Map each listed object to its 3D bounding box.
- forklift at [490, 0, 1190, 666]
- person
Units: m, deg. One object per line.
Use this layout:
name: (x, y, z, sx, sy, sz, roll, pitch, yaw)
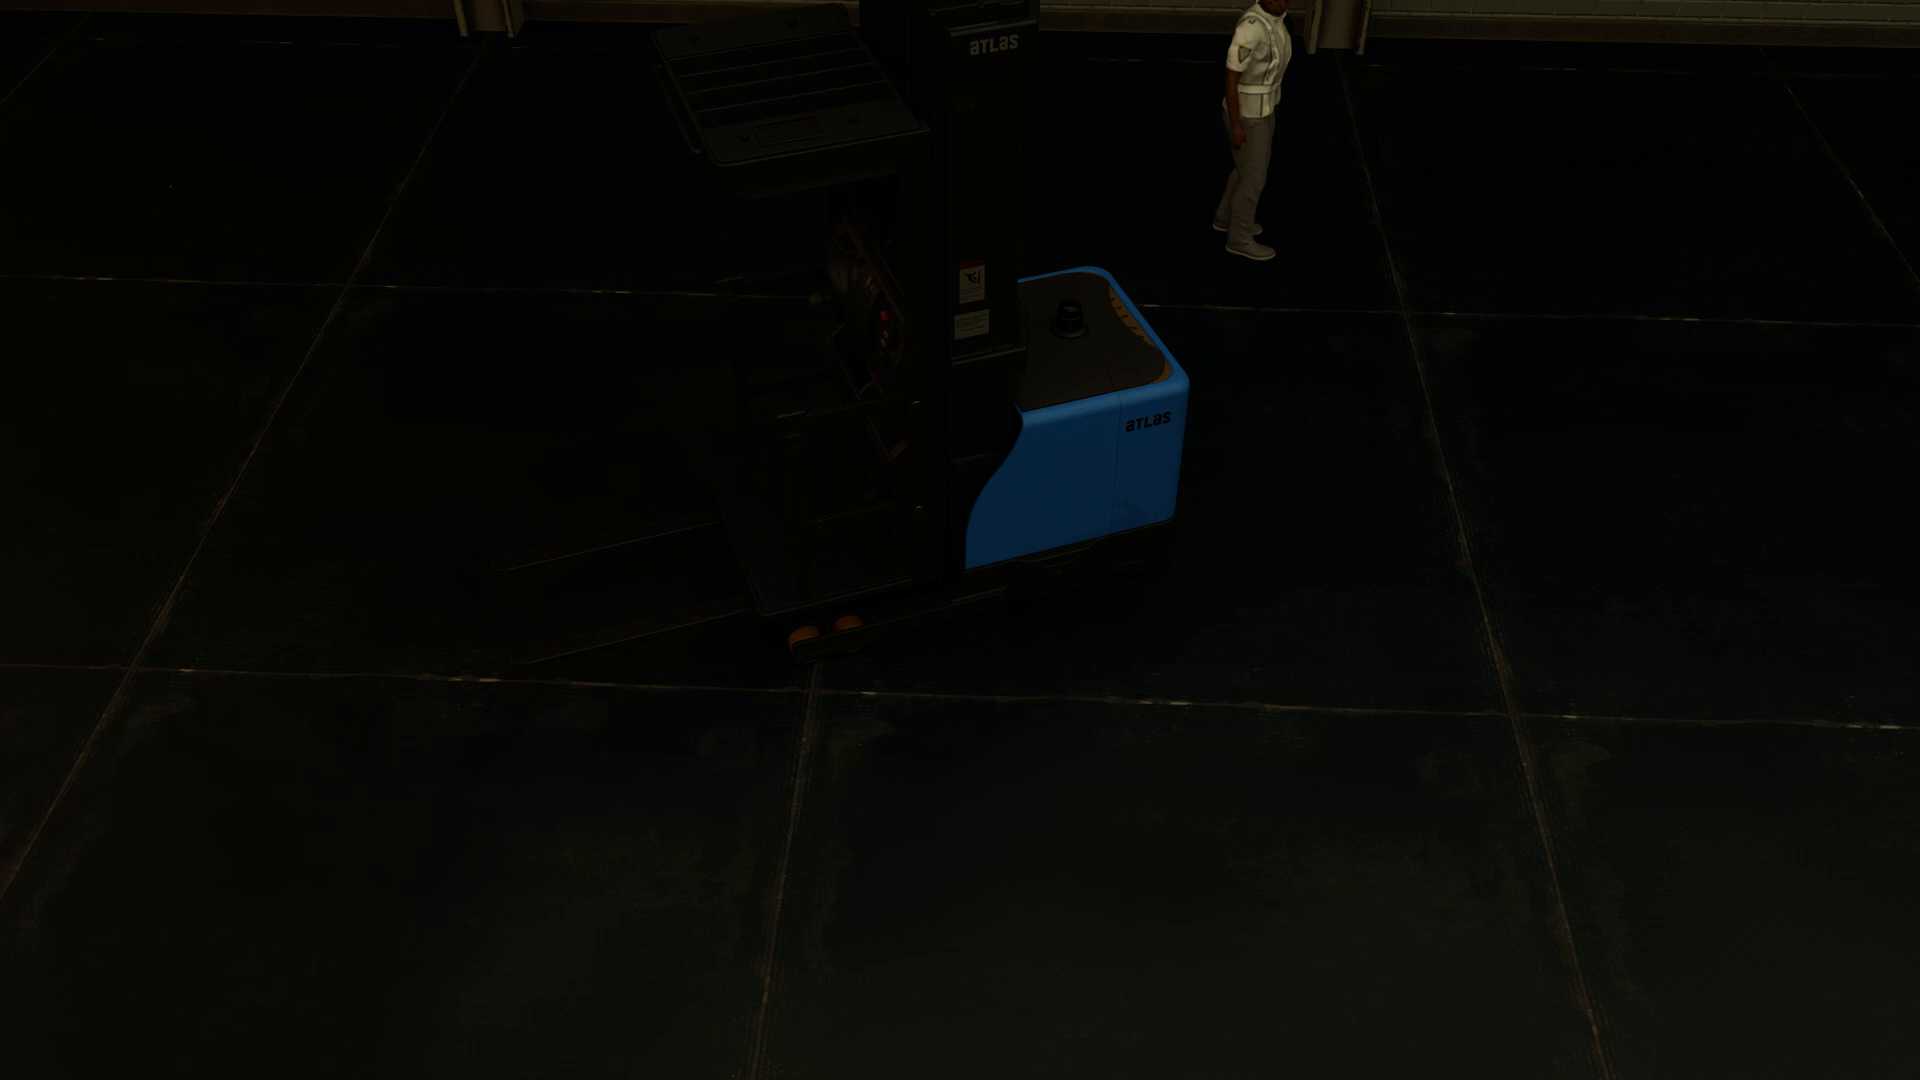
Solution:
forklift: (-0.573, -0.945, 6.778, 3.031, 2.935, 1.130, -13, 44, -14)
person: (1.684, -2.387, 9.307, 0.438, 1.654, 0.623, 15, 45, 16)
